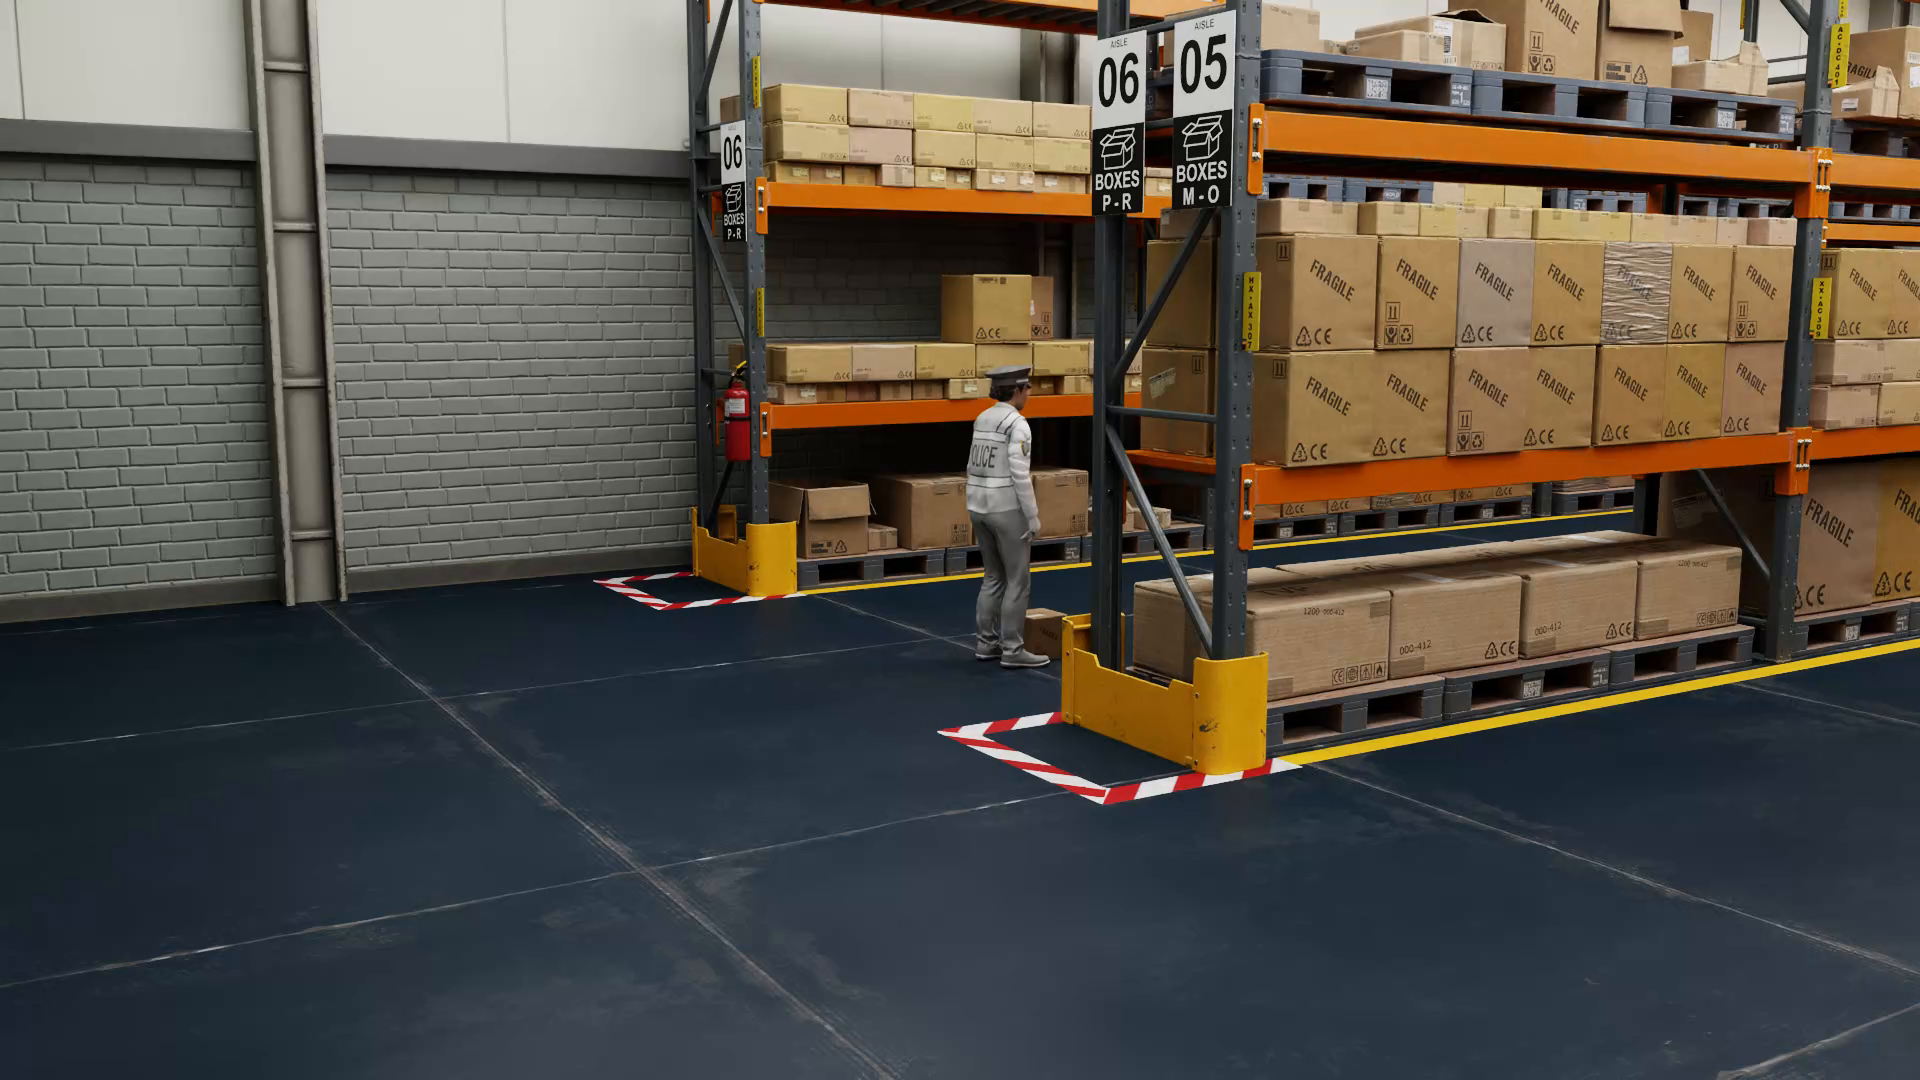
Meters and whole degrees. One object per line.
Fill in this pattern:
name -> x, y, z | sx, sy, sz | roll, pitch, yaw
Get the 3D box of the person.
person -> 0.240, -0.140, 9.277 | 0.374, 1.664, 0.541 | -5, 10, -33
